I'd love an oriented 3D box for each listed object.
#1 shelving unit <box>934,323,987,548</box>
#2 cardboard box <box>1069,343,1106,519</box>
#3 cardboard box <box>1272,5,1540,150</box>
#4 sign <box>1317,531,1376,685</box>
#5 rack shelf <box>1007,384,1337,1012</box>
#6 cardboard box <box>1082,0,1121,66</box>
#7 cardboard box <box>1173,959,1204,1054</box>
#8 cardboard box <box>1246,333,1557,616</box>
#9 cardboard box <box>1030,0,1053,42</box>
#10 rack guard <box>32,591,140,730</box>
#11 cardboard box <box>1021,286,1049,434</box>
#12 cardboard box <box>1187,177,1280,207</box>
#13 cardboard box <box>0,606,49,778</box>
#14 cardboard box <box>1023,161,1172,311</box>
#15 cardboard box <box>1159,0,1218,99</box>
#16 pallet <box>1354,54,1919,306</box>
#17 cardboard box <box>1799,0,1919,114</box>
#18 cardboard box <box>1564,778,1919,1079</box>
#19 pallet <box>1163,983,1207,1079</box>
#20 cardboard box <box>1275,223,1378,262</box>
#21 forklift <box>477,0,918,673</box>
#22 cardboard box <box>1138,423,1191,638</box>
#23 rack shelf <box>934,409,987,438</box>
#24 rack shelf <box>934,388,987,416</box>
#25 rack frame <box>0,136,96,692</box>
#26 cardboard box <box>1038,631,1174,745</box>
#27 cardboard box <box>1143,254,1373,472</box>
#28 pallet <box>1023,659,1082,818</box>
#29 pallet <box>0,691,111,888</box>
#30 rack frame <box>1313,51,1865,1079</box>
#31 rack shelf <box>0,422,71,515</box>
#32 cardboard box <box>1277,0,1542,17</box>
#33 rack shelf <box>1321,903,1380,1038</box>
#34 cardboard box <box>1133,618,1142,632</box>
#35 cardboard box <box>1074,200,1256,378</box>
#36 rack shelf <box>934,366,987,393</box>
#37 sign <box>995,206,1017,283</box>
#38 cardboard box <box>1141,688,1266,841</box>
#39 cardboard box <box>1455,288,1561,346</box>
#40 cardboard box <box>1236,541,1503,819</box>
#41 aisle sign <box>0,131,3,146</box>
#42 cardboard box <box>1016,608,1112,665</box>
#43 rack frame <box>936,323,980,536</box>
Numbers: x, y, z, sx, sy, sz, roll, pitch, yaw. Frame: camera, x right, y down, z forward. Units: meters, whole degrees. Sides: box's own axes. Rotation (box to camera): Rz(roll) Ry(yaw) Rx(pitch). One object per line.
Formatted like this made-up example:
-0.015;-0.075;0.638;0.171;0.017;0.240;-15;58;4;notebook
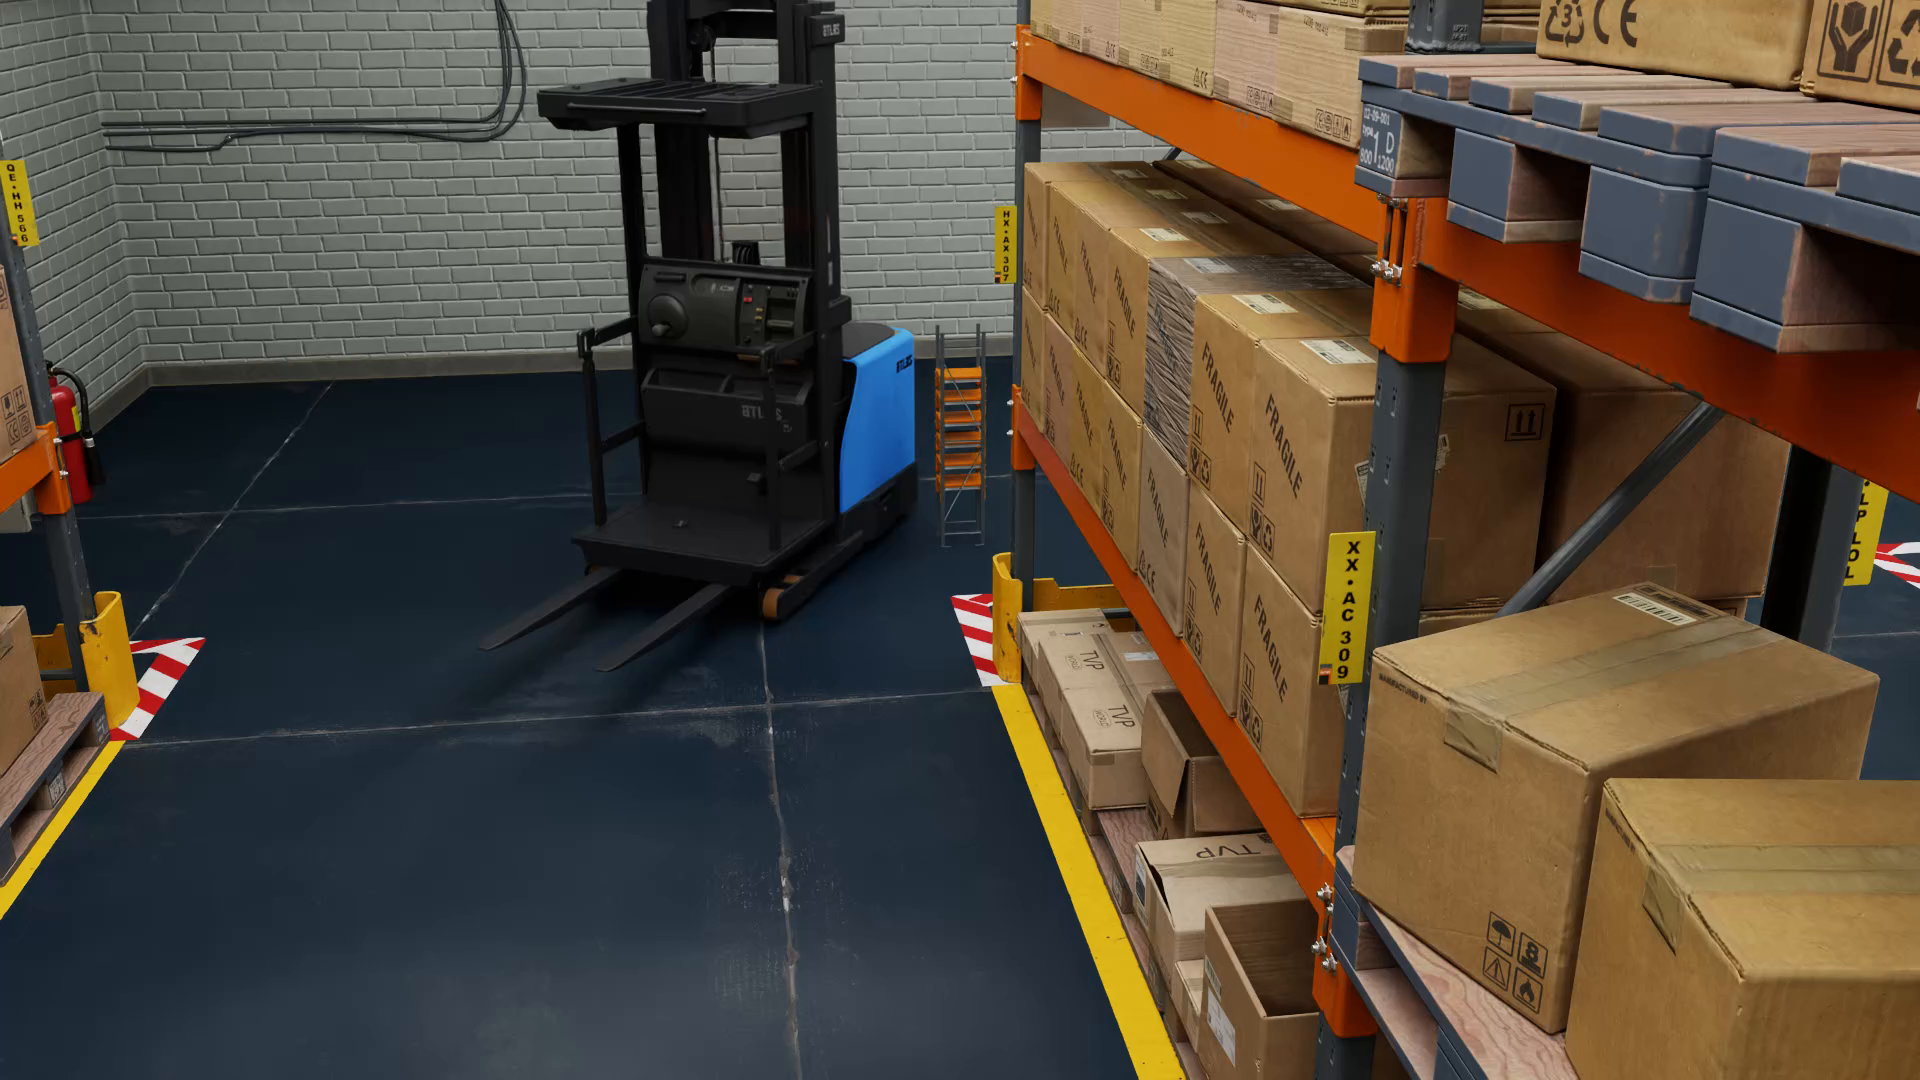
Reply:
0.002;-0.557;8.993;0.258;1.200;0.189;-3;21;-8;shelving unit
0.686;-0.399;5.854;0.500;0.500;0.500;-3;21;-8;cardboard box
0.977;-0.976;3.470;0.500;0.250;0.500;-3;21;-8;cardboard box
0.775;0.138;3.321;0.100;0.325;0.005;-3;21;-8;sign
1.022;0.158;5.533;1.077;0.370;4.000;-3;21;-8;rack shelf
0.690;-1.669;5.324;0.500;0.250;0.500;-3;21;-8;cardboard box
0.834;1.333;4.804;0.380;0.149;0.250;-3;21;-8;cardboard box
0.982;-0.163;3.795;0.500;0.500;0.500;-3;21;-7;cardboard box
0.557;-2.015;6.252;0.500;0.250;0.500;-3;21;-8;cardboard box
-4.171;0.543;7.049;1.175;0.500;0.348;-3;21;-8;rack guard
0.537;-0.751;6.797;0.500;0.500;0.500;-2;21;-7;cardboard box
1.144;-1.071;6.225;0.500;0.500;0.500;-2;21;-6;cardboard box
-3.967;0.592;6.317;0.700;0.500;0.500;-3;21;-8;cardboard box
0.537;-1.219;6.622;0.500;0.500;0.500;-2;21;-6;cardboard box
0.835;-1.322;4.397;0.500;0.250;0.500;-3;21;-8;cardboard box
1.335;-0.574;2.447;1.213;0.211;1.003;-3;21;-8;pallet
1.429;-0.773;1.827;0.600;0.600;0.600;-3;21;-8;cardboard box
1.320;0.680;2.364;0.700;0.500;0.500;0;20;1;cardboard box
1.213;1.582;4.678;1.003;0.211;1.213;-3;21;-8;pallet
1.297;-0.714;5.269;0.500;0.500;0.500;-2;21;-6;cardboard box
-1.257;-1.138;8.075;1.130;2.935;3.031;8;22;20;forklift
0.833;-0.049;4.918;0.500;0.500;0.500;-2;21;-7;cardboard box
0.002;-0.628;8.966;0.258;0.103;0.180;-3;21;-8;rack shelf
0.002;-0.740;8.924;0.258;0.103;0.180;-3;21;-8;rack shelf
-4.167;-0.620;6.589;1.000;3.000;0.127;-3;21;-8;rack frame
0.604;0.587;6.660;0.500;0.250;0.500;-3;21;-8;cardboard box
0.833;-0.515;4.736;0.500;0.500;0.500;-3;21;-7;cardboard box
0.861;0.738;6.940;1.003;0.211;1.213;-3;21;-8;pallet
-3.975;0.959;6.346;1.003;0.211;1.213;-3;21;-8;pallet
1.311;0.514;3.553;1.000;3.000;0.127;-3;21;-8;rack frame
-3.879;0.410;4.861;1.077;0.370;4.000;-3;21;-8;rack shelf
0.972;-1.210;3.381;0.500;0.250;0.500;-3;21;-8;cardboard box
1.599;1.543;1.825;1.077;0.370;4.000;-3;21;-8;rack shelf
1.056;0.270;7.151;0.500;0.500;0.500;-3;21;-8;cardboard box
0.687;-0.865;5.674;0.500;0.500;0.500;-3;21;-7;cardboard box
0.002;-0.853;8.882;0.258;0.103;0.180;-3;21;-8;rack shelf
0.197;-1.249;7.036;0.100;0.325;0.005;-3;21;-8;sign
1.035;0.827;5.654;0.797;0.503;0.637;-3;21;-8;cardboard box
1.446;-0.357;4.314;0.500;0.500;0.500;-4;21;-9;cardboard box
0.985;0.307;3.965;0.500;0.500;0.500;-3;21;-7;cardboard box
-3.881;-1.878;6.241;0.394;0.787;0.004;-3;21;-8;aisle sign
0.454;0.421;7.249;0.380;0.149;0.250;-3;21;-8;cardboard box
-0.011;-0.589;9.078;0.240;1.200;0.006;-3;21;-8;rack frame
